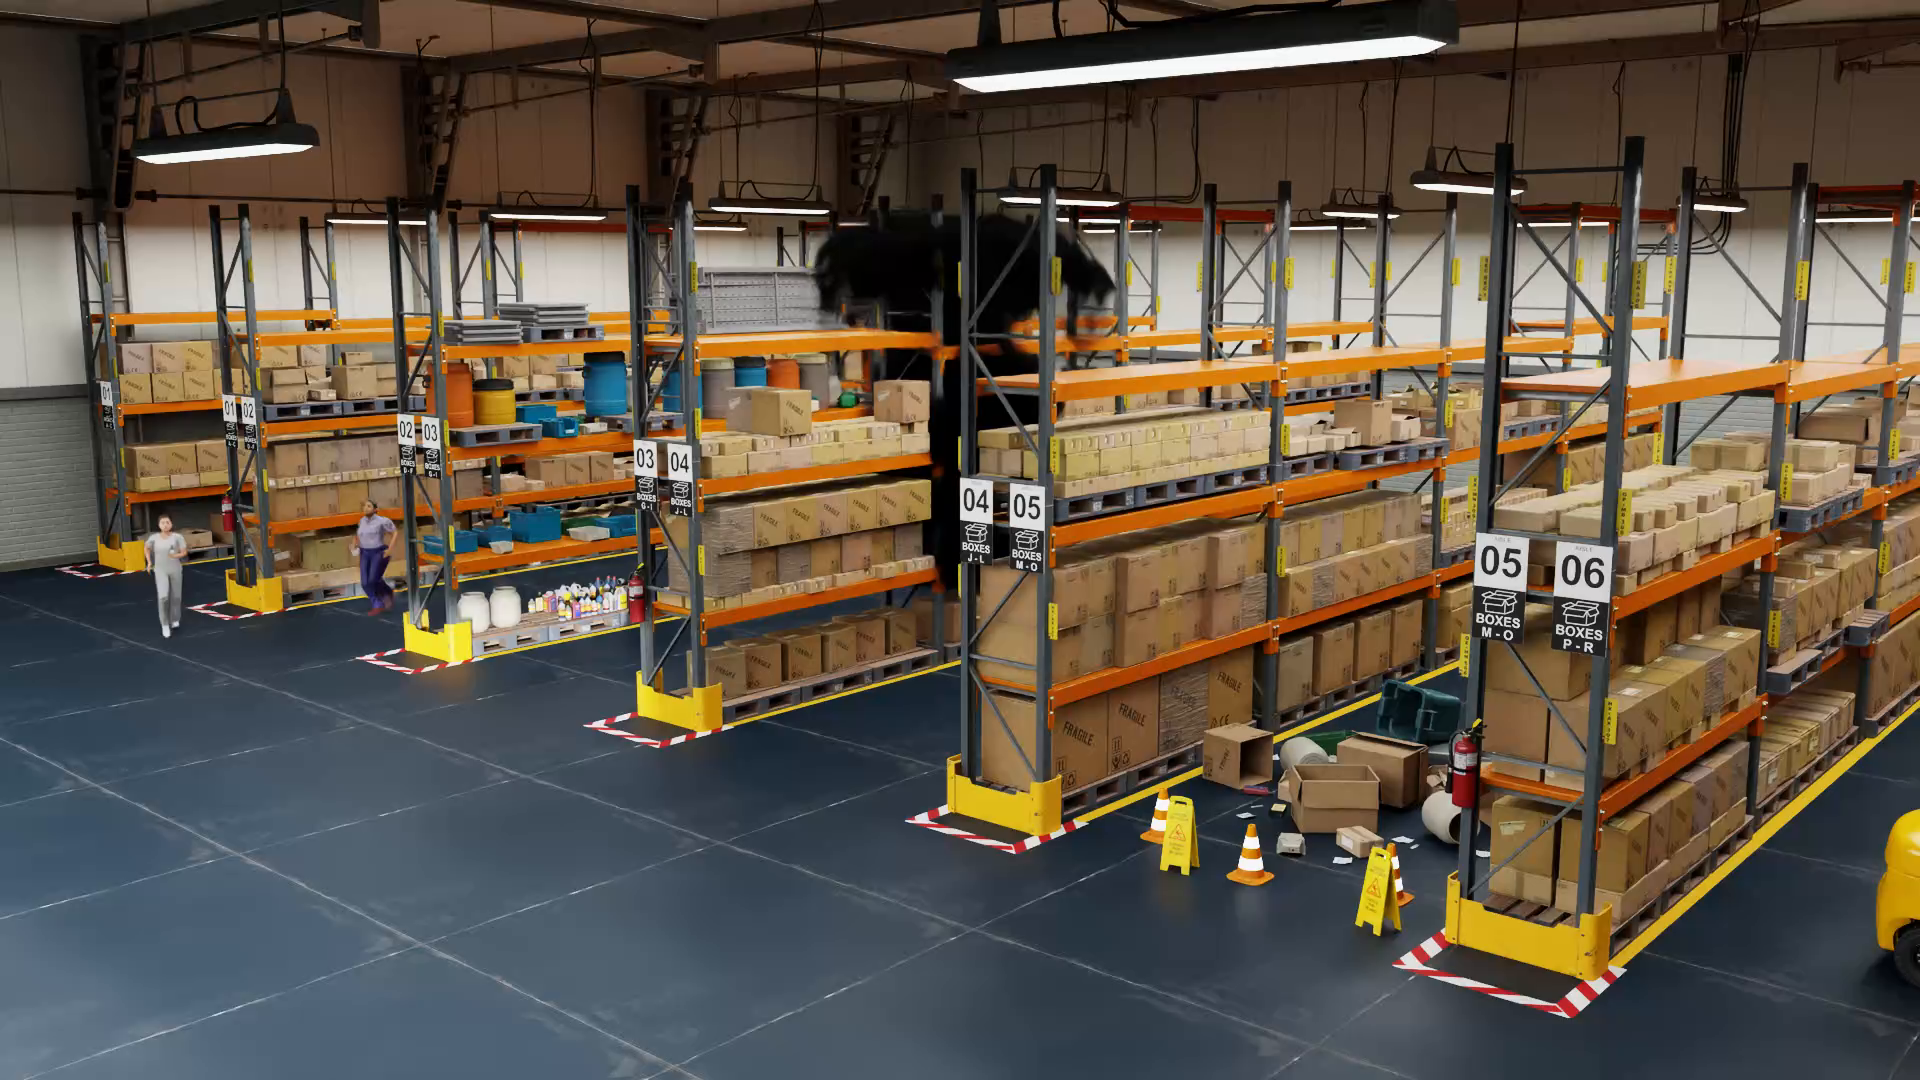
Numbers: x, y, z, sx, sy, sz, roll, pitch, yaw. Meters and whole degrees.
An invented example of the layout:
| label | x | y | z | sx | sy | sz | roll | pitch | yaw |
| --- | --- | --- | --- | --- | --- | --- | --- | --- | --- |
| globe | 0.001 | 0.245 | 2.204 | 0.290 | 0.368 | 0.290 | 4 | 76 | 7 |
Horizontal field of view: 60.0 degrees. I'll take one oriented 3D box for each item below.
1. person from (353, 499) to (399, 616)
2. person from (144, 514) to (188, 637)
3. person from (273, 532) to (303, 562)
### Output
| label | x | y | z | sx | sy | sz | roll | pitch | yaw |
| --- | --- | --- | --- | --- | --- | --- | --- | --- | --- |
| person | -8.202 | 0.249 | 23.224 | 0.661 | 1.628 | 0.469 | 3 | 10 | 15 |
| person | -11.102 | 0.489 | 23.306 | 0.532 | 1.711 | 0.726 | -5 | 11 | -28 |
| person | -11.222 | -0.213 | 27.438 | 0.629 | 1.727 | 1.126 | 5 | 11 | 26 |
